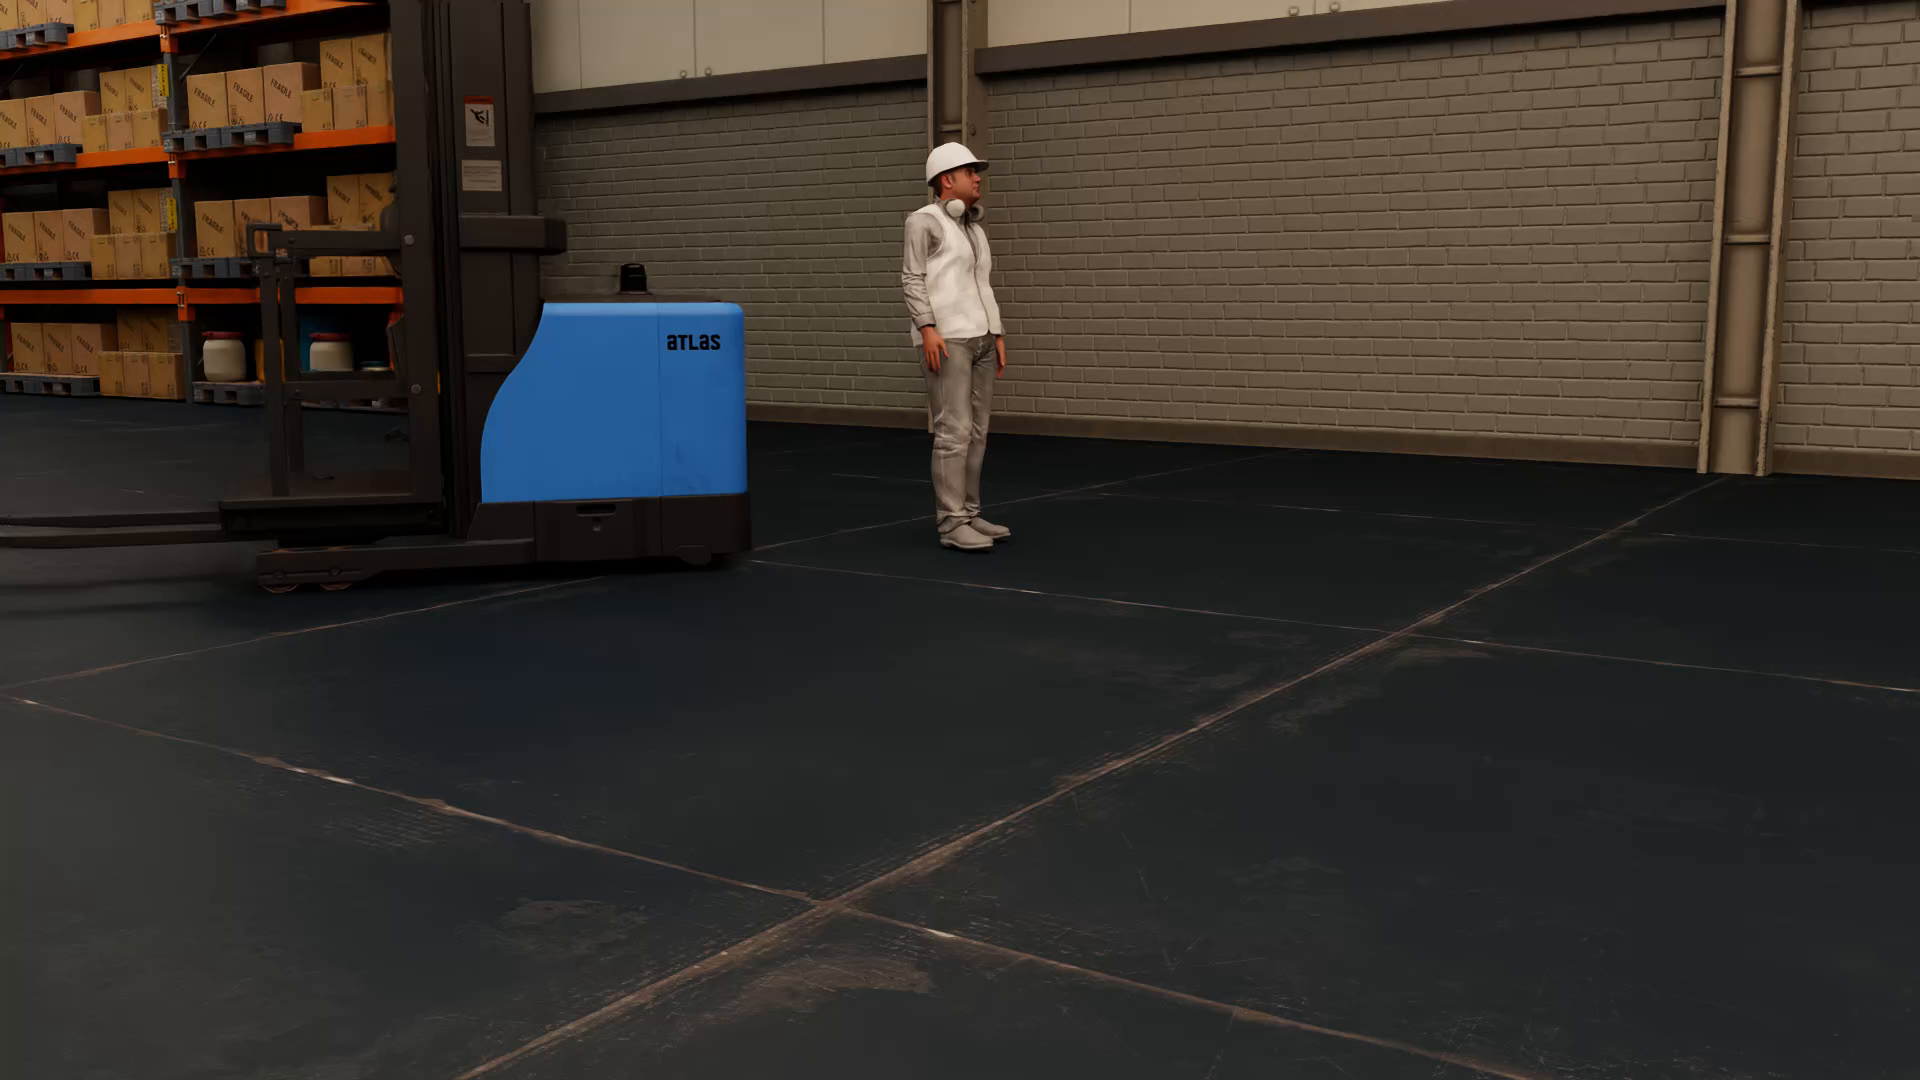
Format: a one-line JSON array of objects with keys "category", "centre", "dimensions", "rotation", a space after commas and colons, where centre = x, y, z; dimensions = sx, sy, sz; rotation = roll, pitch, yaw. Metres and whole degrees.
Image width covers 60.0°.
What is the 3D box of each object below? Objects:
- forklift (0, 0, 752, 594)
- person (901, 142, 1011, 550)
[{"category": "forklift", "centre": [-2.429, -1.334, 6.574], "dimensions": [3.031, 2.935, 1.130], "rotation": [-3, 9, -18]}, {"category": "person", "centre": [0.047, -0.880, 7.437], "dimensions": [0.568, 1.774, 0.633], "rotation": [5, 10, 34]}]
